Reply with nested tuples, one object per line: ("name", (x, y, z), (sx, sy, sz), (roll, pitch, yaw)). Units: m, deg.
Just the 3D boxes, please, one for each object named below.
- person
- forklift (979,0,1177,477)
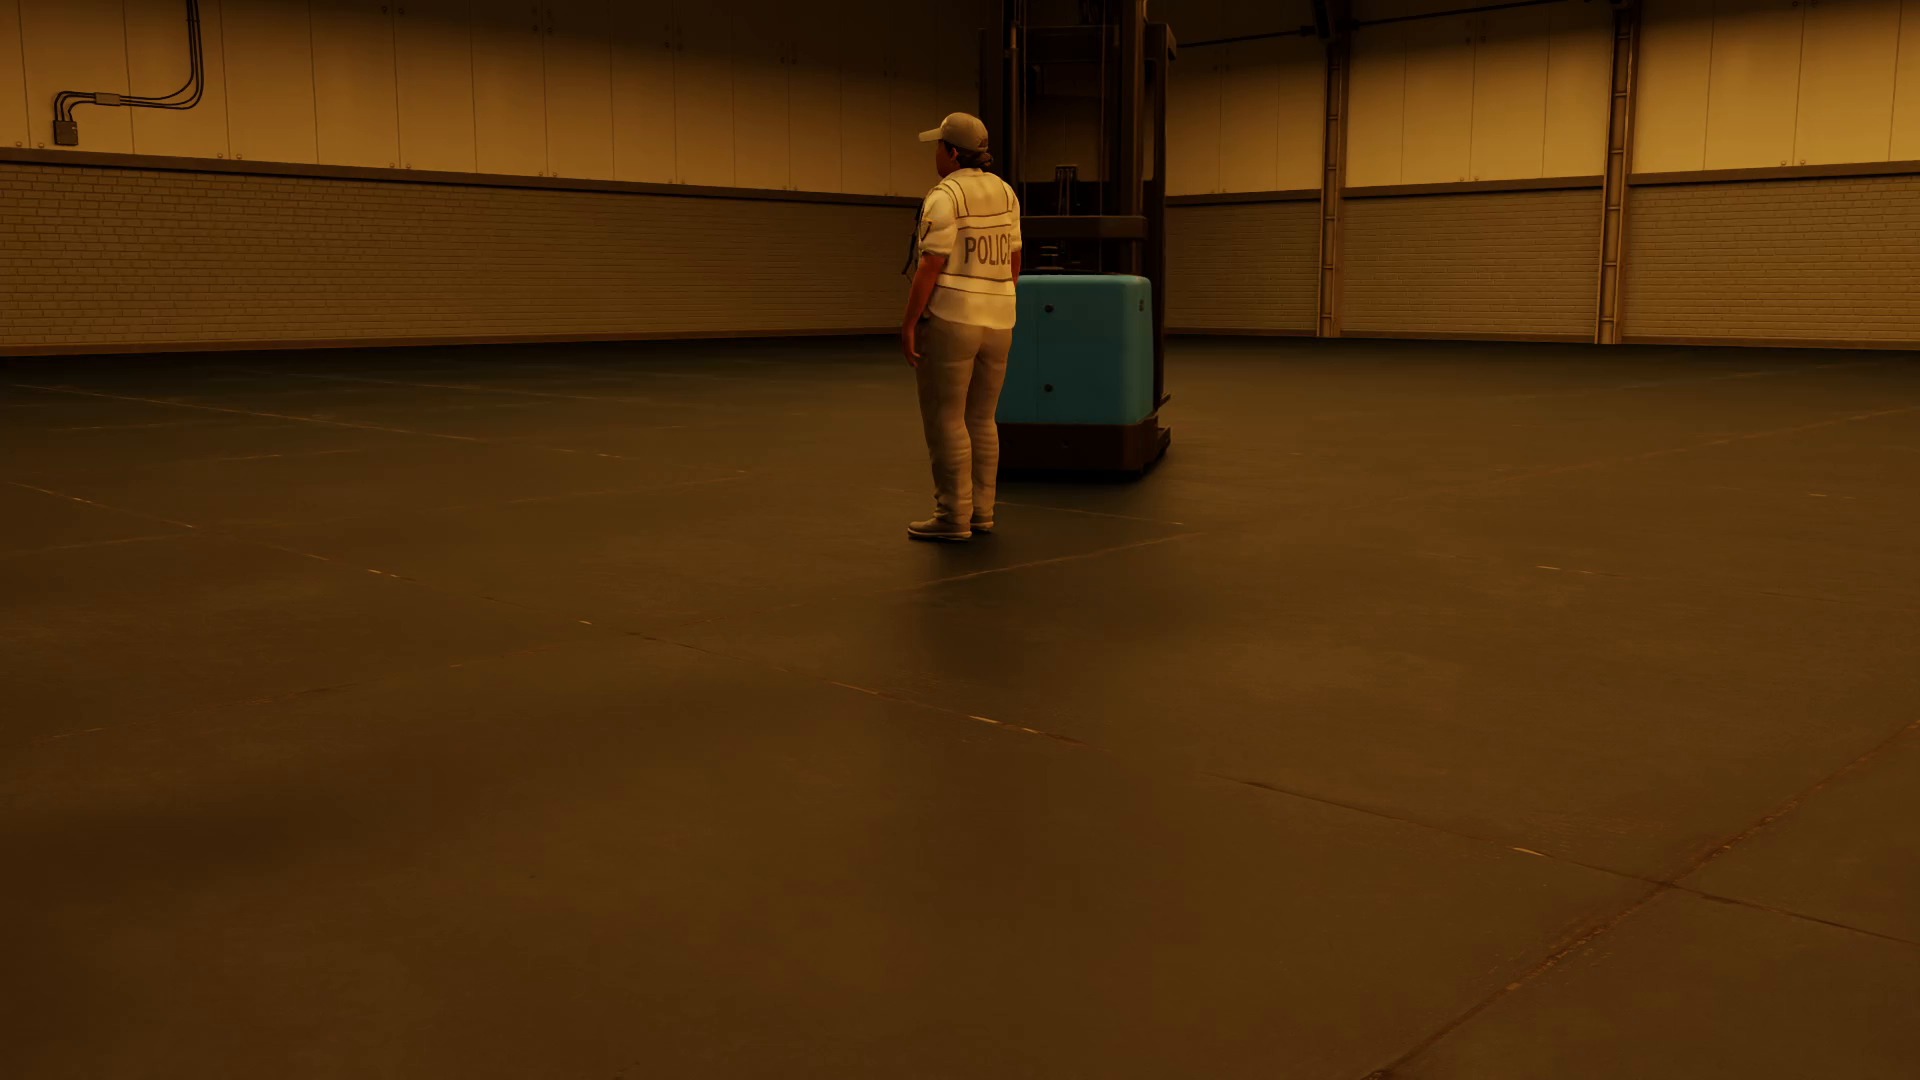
("person", (-0.040, -0.842, 6.661), (0.529, 1.670, 0.599), (8, 12, 43))
("forklift", (0.699, -1.968, 9.946), (1.130, 2.935, 3.031), (2, 9, 11))
